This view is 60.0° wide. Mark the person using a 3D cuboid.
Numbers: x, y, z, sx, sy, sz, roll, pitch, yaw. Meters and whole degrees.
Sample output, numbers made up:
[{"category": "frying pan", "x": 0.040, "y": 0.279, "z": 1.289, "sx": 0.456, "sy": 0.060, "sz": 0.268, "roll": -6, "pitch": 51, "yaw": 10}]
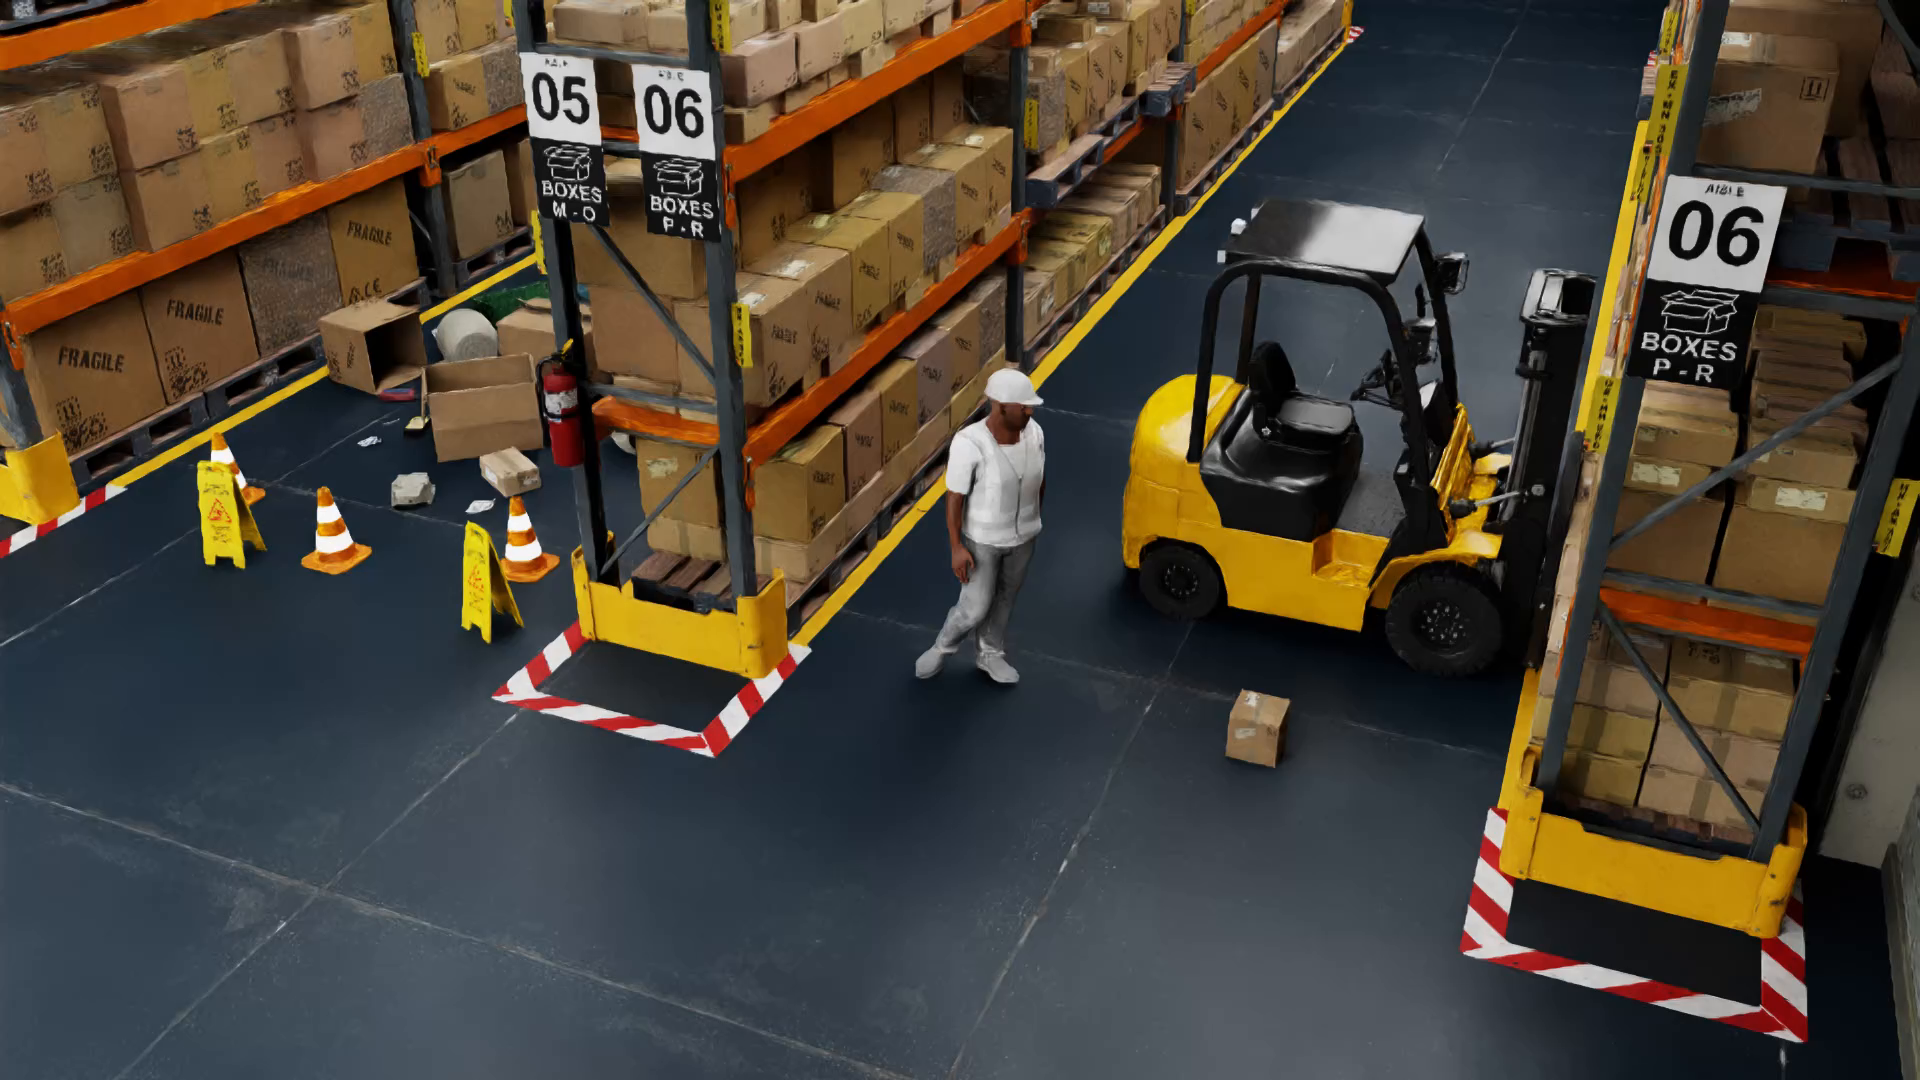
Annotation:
[{"category": "person", "x": 0.125, "y": -0.052, "z": 8.429, "sx": 0.730, "sy": 1.762, "sz": 0.451, "roll": -17, "pitch": 34, "yaw": -28}]
